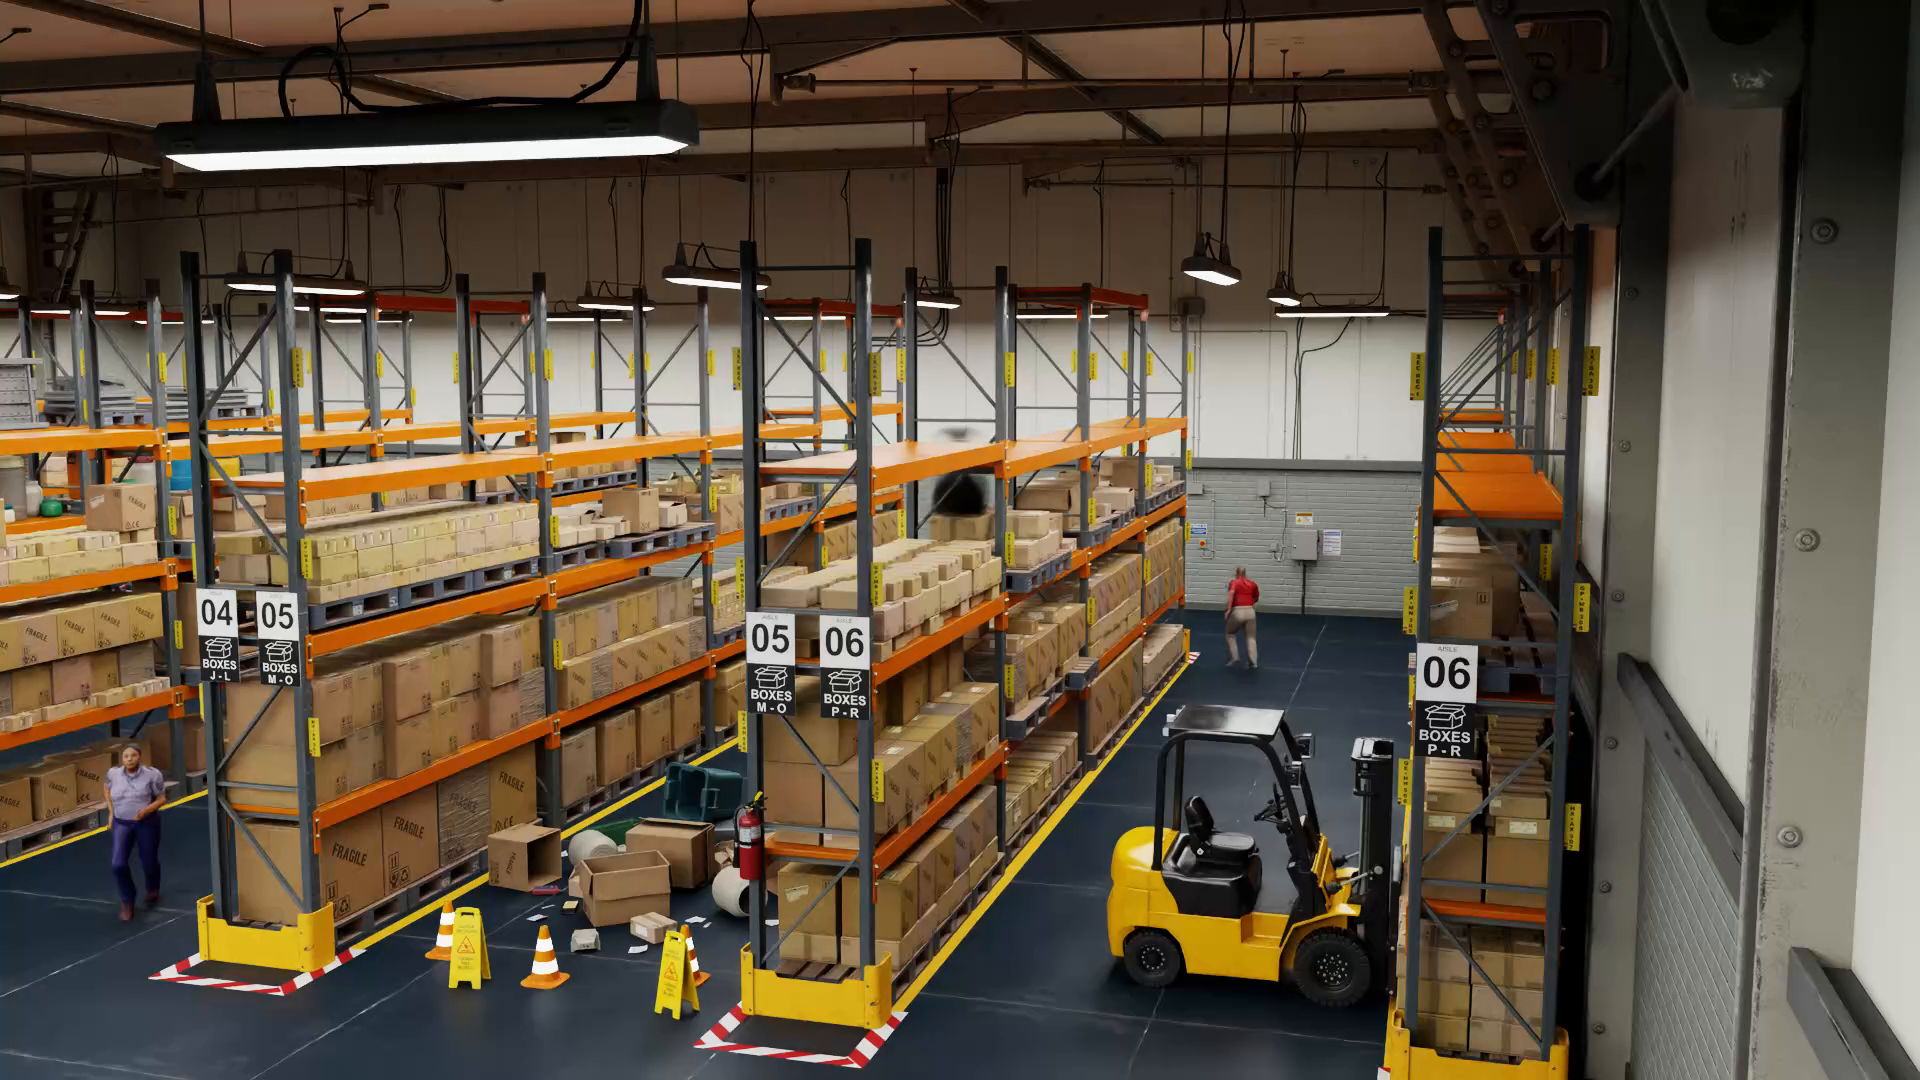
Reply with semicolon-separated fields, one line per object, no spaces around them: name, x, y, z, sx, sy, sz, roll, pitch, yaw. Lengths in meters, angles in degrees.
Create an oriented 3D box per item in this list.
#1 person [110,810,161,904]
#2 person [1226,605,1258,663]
person;-7.603;2.888;15.389;0.412;0.896;0.715;-2;7;-17
person;4.661;1.532;27.322;0.422;0.926;0.749;-1;7;-11
